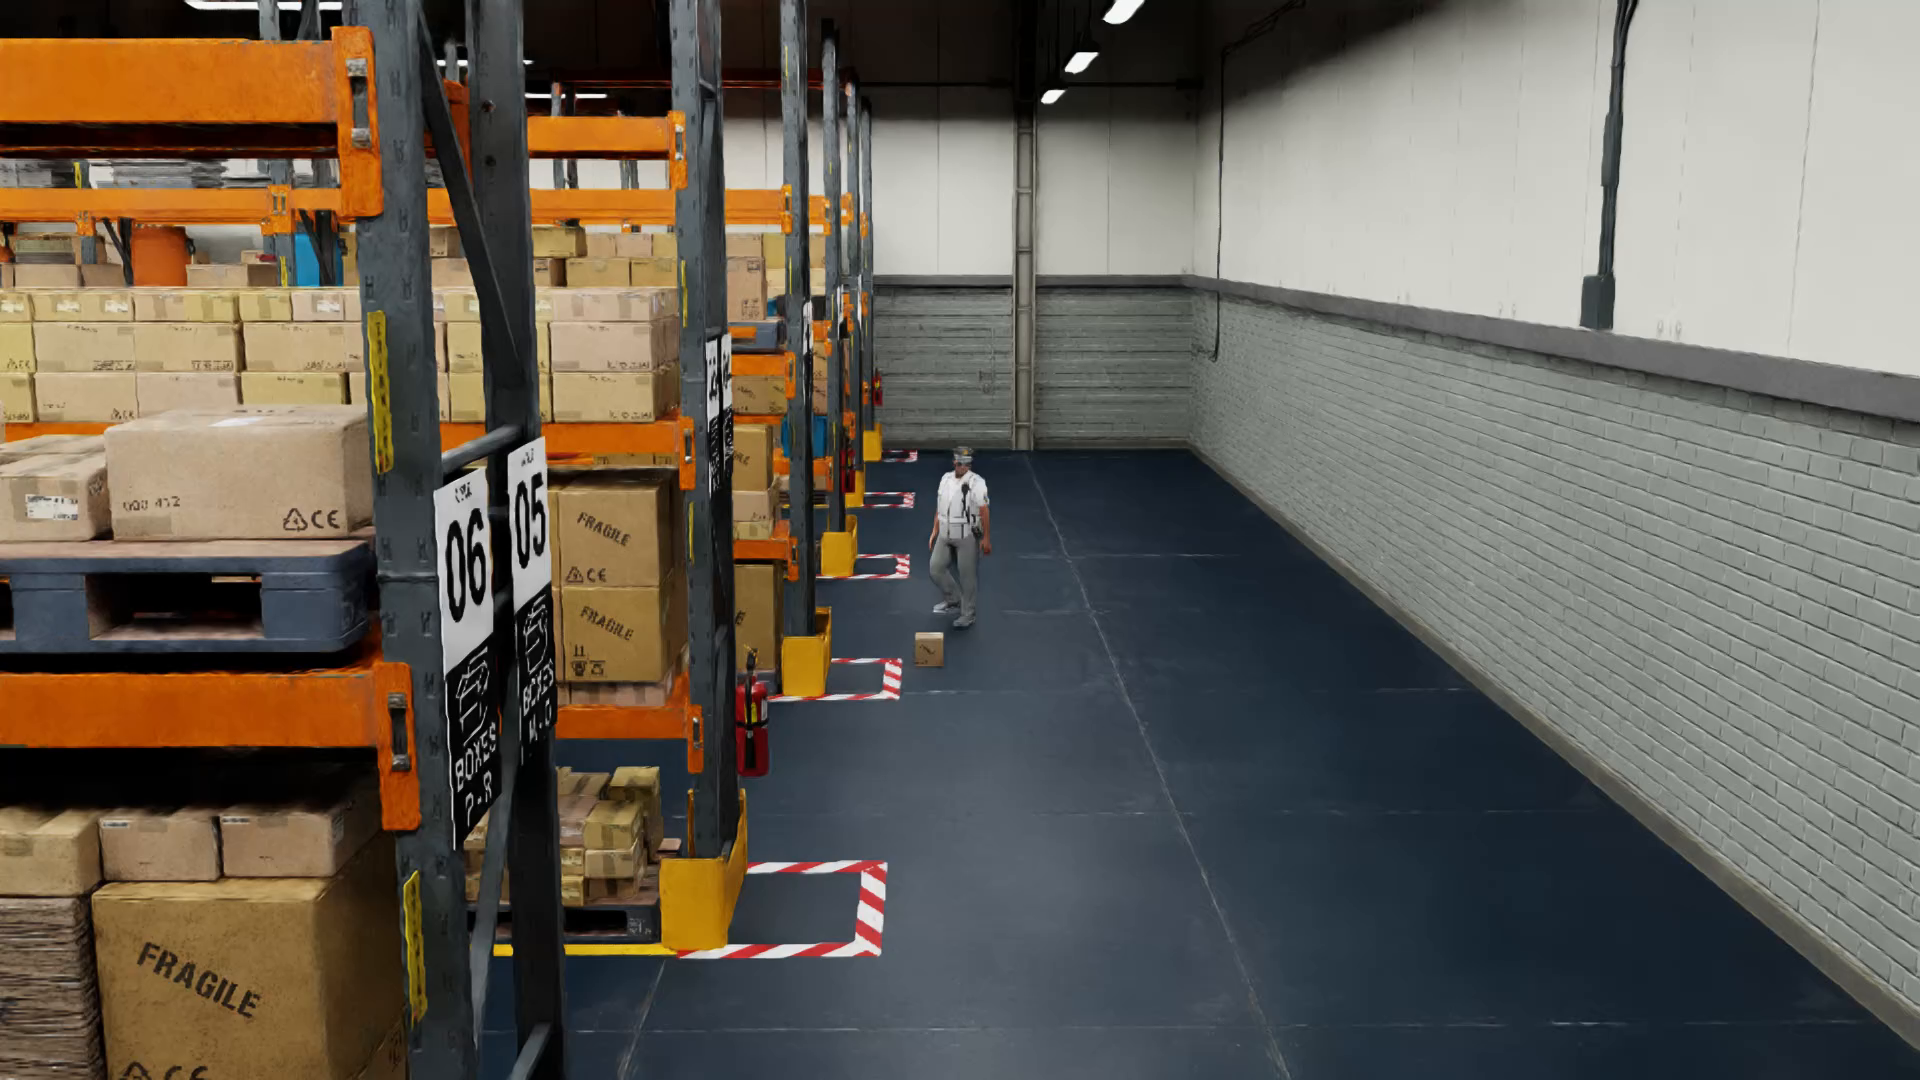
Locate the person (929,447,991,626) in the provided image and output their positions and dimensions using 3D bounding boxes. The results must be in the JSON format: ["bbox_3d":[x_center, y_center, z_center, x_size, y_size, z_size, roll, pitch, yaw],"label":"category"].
[{"bbox_3d":[-0.030,-0.051,16.094,0.721,1.739,0.498,7,13,35],"label":"person"}]
